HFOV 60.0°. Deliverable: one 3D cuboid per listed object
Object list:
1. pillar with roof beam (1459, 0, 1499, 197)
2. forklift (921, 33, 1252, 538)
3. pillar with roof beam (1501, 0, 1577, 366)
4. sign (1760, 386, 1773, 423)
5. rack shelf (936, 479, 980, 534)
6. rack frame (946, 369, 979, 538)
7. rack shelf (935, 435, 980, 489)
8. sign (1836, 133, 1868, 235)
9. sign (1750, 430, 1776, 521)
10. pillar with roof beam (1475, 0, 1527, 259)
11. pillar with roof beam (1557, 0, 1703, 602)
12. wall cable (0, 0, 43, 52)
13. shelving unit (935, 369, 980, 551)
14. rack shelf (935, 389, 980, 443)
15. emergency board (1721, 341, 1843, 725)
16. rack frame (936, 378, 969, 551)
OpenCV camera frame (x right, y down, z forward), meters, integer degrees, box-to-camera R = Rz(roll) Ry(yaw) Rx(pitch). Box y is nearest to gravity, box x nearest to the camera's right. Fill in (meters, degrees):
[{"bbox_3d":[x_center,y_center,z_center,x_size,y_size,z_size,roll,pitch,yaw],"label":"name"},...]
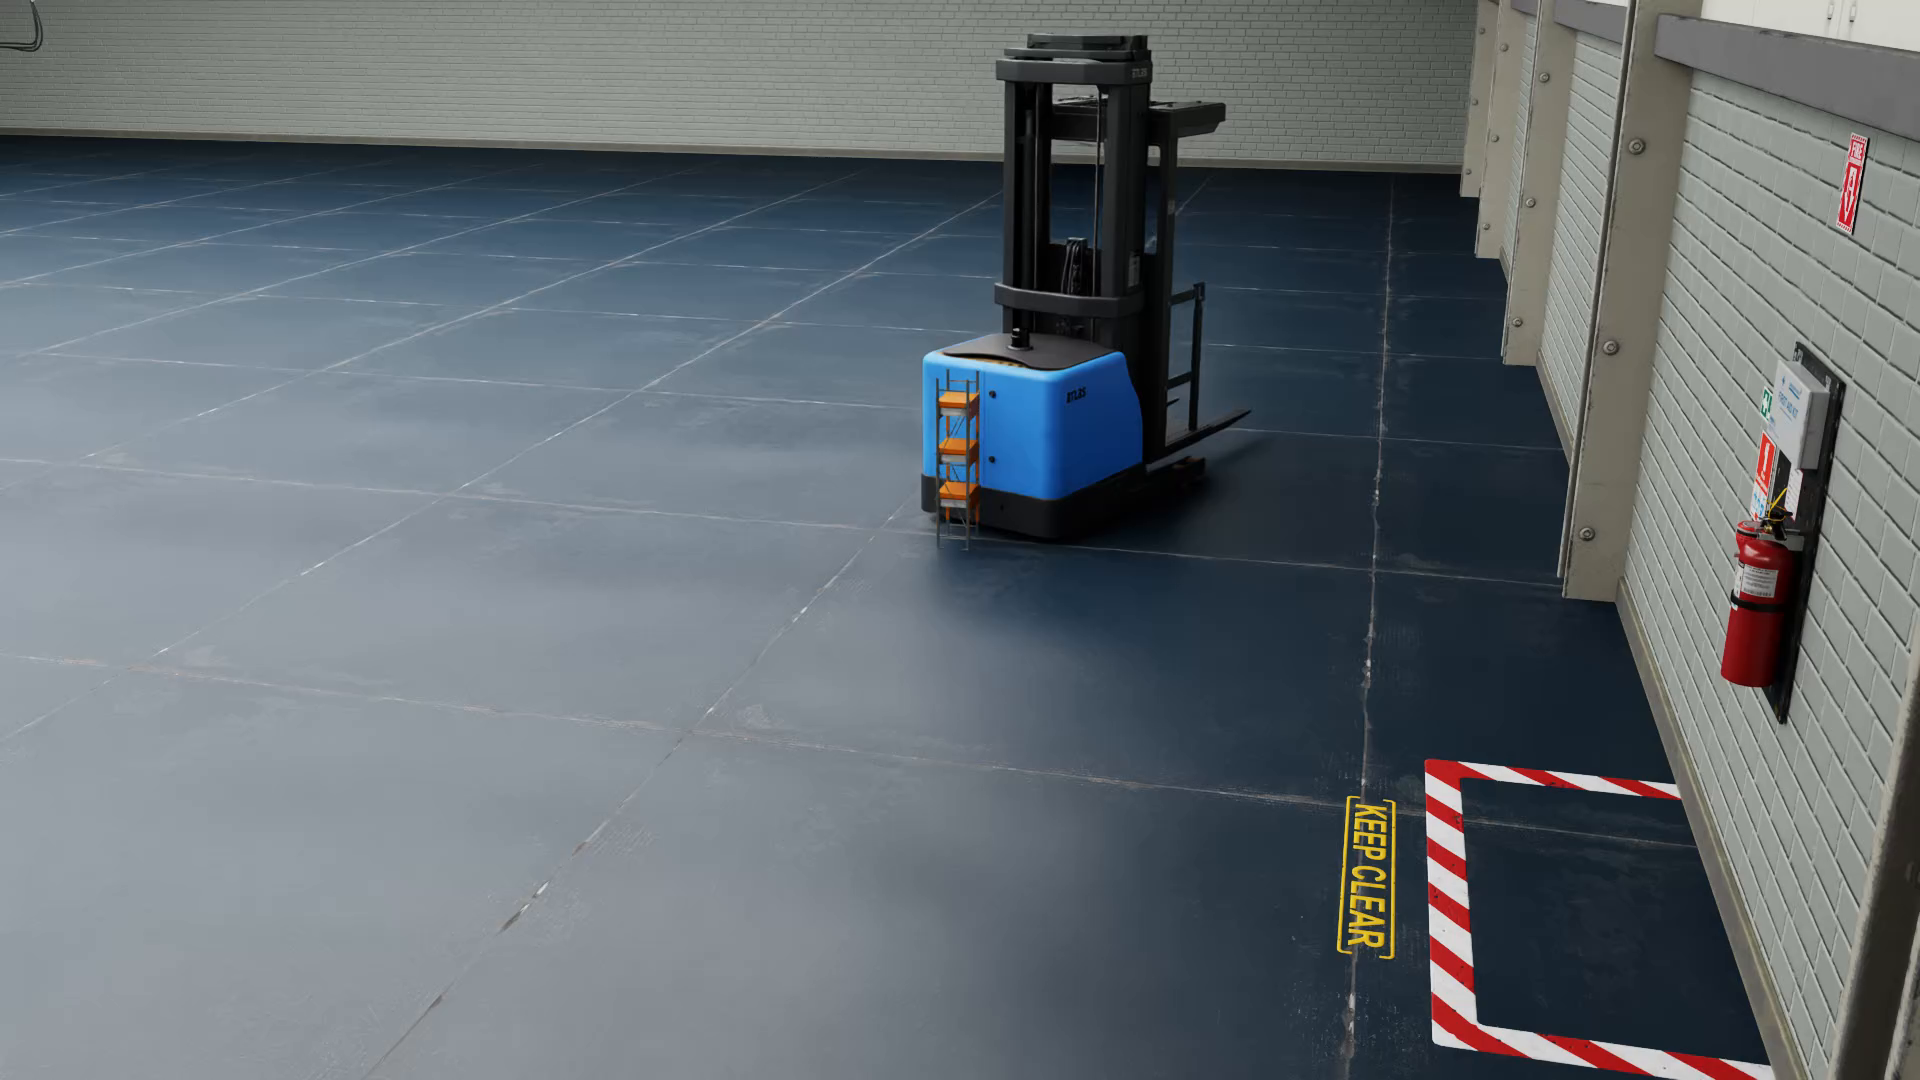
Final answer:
[{"bbox_3d":[3.776,-9.969,25.453,9.100,9.000,0.400,5,19,13],"label":"pillar with roof beam"},{"bbox_3d":[1.019,-1.813,10.960,1.130,2.935,3.031,13,23,33],"label":"forklift"},{"bbox_3d":[0.844,-6.208,14.441,9.100,9.000,0.400,5,19,13],"label":"pillar with roof beam"},{"bbox_3d":[2.953,-0.472,6.052,0.001,0.109,0.331,5,19,13],"label":"sign"},{"bbox_3d":[-0.013,-0.207,10.062,0.215,0.259,0.240,5,19,13],"label":"rack shelf"},{"bbox_3d":[0.017,-0.518,10.081,0.200,1.050,0.008,5,19,13],"label":"rack frame"},{"bbox_3d":[-0.013,-0.470,9.972,0.215,0.259,0.240,5,19,13],"label":"rack shelf"},{"bbox_3d":[2.826,-1.131,5.272,0.001,0.298,0.199,5,19,13],"label":"sign"},{"bbox_3d":[2.963,-0.221,6.140,0.001,0.329,0.234,5,19,13],"label":"sign"},{"bbox_3d":[2.310,-8.089,19.947,9.100,9.000,0.400,5,19,13],"label":"pillar with roof beam"},{"bbox_3d":[-0.622,-4.327,8.935,9.100,9.000,0.400,5,19,13],"label":"pillar with roof beam"},{"bbox_3d":[-20.592,-11.466,34.640,3.097,2.526,0.112,5,19,13],"label":"wall cable"},{"bbox_3d":[-0.013,-0.480,9.969,0.215,1.050,0.252,5,19,13],"label":"shelving unit"},{"bbox_3d":[-0.013,-0.739,9.880,0.215,0.259,0.240,5,19,13],"label":"rack shelf"},{"bbox_3d":[2.728,-0.039,5.662,0.194,1.169,0.643,5,19,13],"label":"emergency board"},{"bbox_3d":[-0.043,-0.442,9.857,0.200,1.050,0.008,5,19,13],"label":"rack frame"}]
